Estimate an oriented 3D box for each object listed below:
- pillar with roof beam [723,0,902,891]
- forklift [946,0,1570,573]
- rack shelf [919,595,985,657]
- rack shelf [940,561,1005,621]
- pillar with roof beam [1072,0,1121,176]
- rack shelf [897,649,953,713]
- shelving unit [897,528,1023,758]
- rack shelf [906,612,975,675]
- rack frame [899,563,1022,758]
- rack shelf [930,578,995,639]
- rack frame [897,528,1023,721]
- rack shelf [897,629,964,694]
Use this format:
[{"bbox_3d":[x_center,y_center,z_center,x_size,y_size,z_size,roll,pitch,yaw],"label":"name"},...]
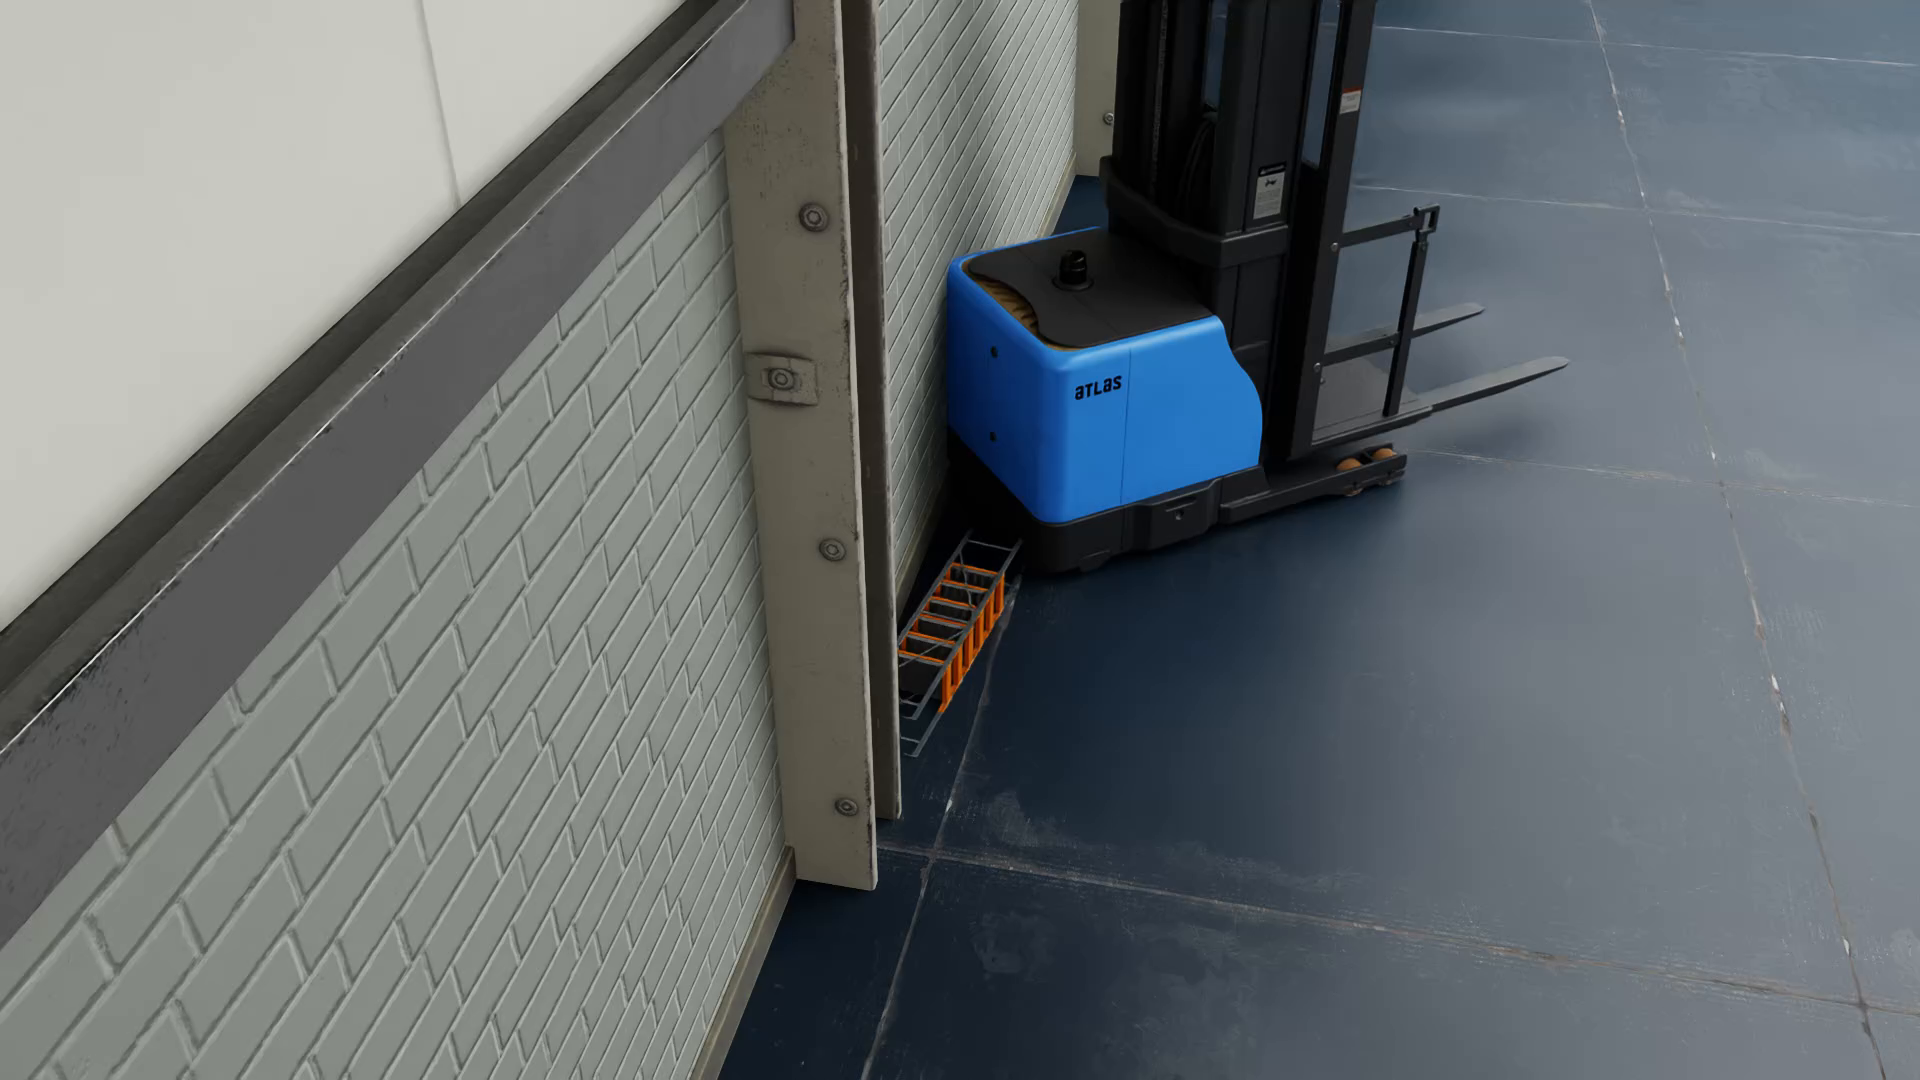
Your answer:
[{"bbox_3d":[3.806,-2.052,2.413,9.100,9.000,0.400,7,37,10],"label":"pillar with roof beam"},{"bbox_3d":[1.460,-1.646,7.023,3.031,2.935,1.130,-16,39,-21],"label":"forklift"},{"bbox_3d":[-0.034,0.337,6.619,0.258,0.180,0.103,13,37,17],"label":"rack shelf"},{"bbox_3d":[0.051,0.206,6.802,0.258,0.180,0.103,13,37,17],"label":"rack shelf"},{"bbox_3d":[5.088,-5.492,7.159,9.100,9.000,0.400,7,37,10],"label":"pillar with roof beam"},{"bbox_3d":[-0.162,0.532,6.346,0.258,0.180,0.103,13,37,17],"label":"rack shelf"},{"bbox_3d":[-0.061,0.378,6.562,0.258,0.189,1.200,13,37,17],"label":"shelving unit"},{"bbox_3d":[-0.077,0.402,6.528,0.258,0.180,0.103,13,37,17],"label":"rack shelf"},{"bbox_3d":[-0.061,0.452,6.615,0.240,0.006,1.200,13,37,17],"label":"rack frame"},{"bbox_3d":[0.008,0.271,6.711,0.258,0.180,0.103,13,37,17],"label":"rack shelf"},{"bbox_3d":[-0.061,0.303,6.509,0.240,0.006,1.200,13,37,17],"label":"rack frame"},{"bbox_3d":[-0.119,0.467,6.437,0.258,0.180,0.103,13,37,17],"label":"rack shelf"}]
